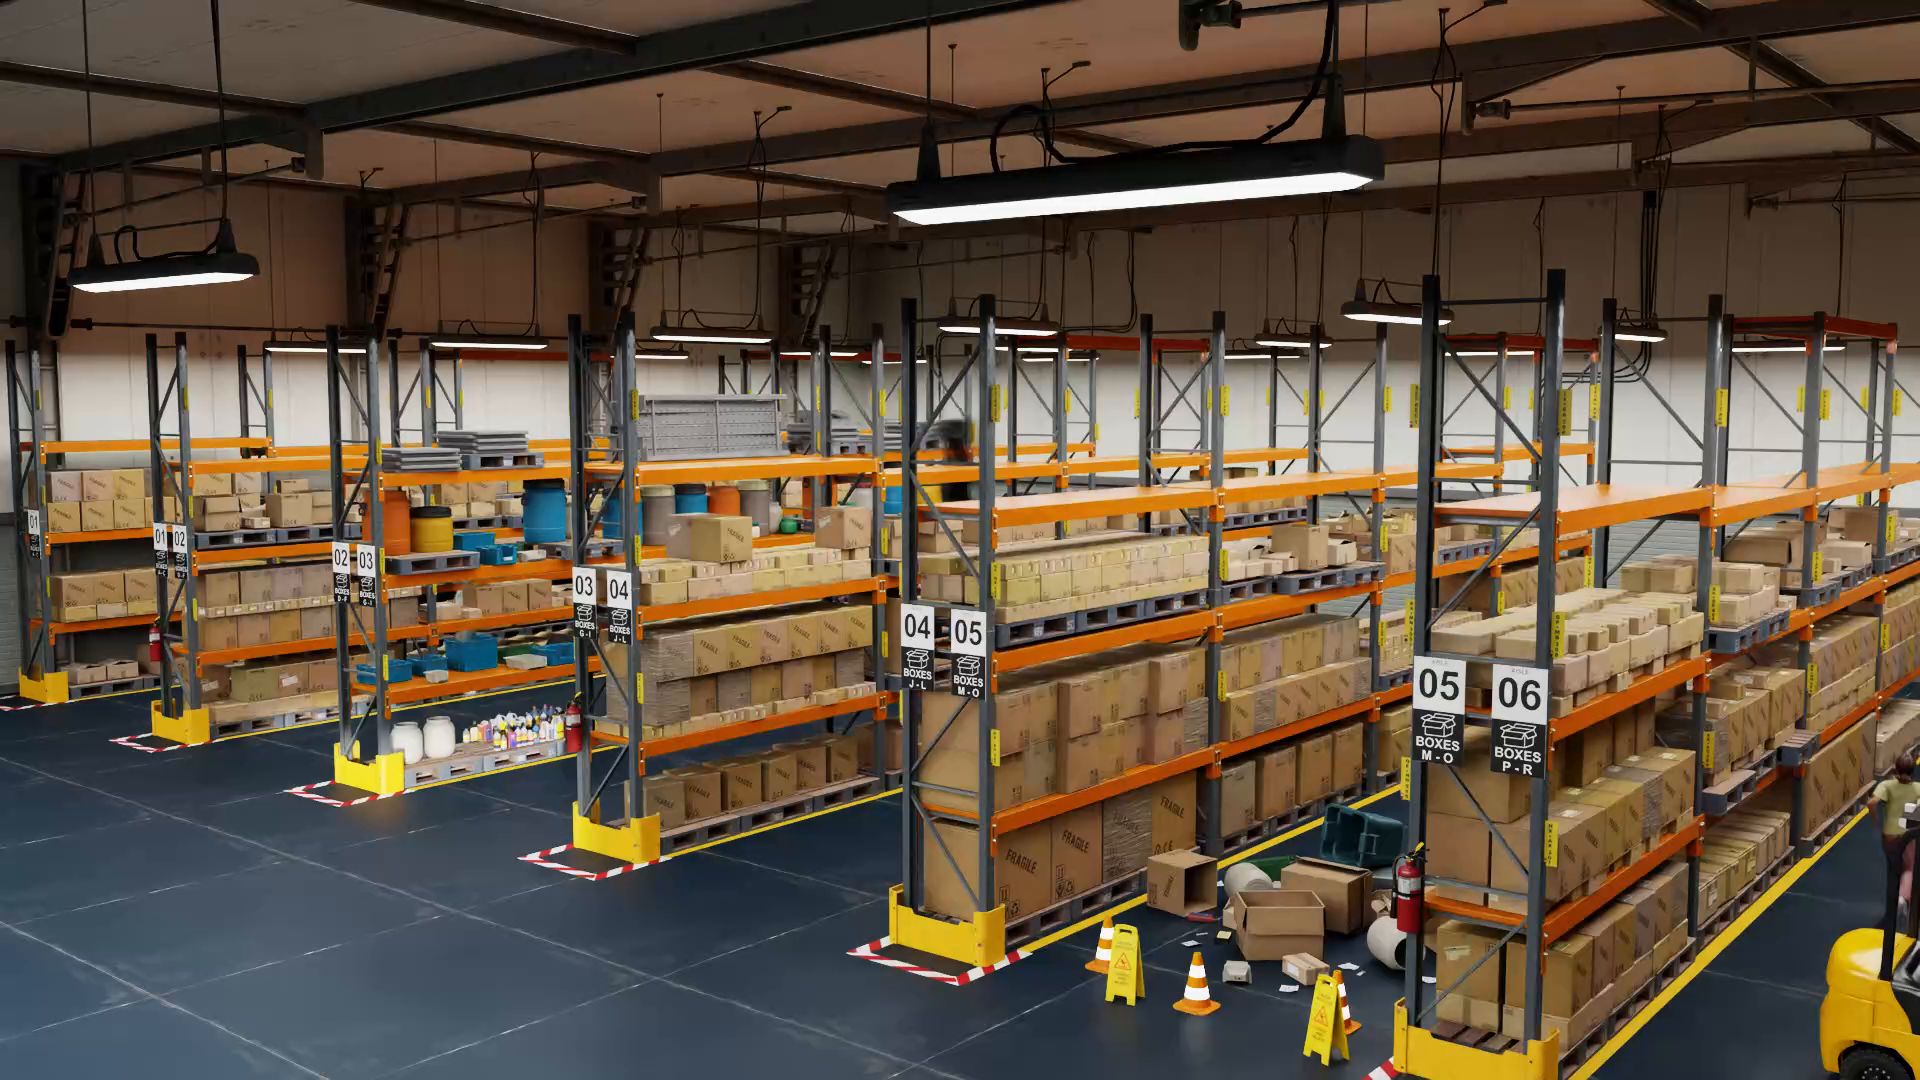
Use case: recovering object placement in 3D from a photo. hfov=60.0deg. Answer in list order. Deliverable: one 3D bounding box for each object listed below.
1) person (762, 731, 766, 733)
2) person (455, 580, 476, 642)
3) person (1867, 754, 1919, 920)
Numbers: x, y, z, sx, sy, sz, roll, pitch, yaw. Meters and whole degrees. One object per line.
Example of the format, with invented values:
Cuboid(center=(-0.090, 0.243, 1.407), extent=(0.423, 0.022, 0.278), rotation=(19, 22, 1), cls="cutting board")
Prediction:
Cuboid(center=(-3.004, 2.129, 25.306), extent=(0.622, 1.583, 0.741), rotation=(0, 5, -2), cls="person")
Cuboid(center=(-9.160, 1.517, 31.025), extent=(0.670, 1.735, 0.715), rotation=(2, 6, 25), cls="person")
Cuboid(center=(9.146, 2.884, 16.144), extent=(0.573, 1.644, 0.903), rotation=(4, 6, 37), cls="person")
